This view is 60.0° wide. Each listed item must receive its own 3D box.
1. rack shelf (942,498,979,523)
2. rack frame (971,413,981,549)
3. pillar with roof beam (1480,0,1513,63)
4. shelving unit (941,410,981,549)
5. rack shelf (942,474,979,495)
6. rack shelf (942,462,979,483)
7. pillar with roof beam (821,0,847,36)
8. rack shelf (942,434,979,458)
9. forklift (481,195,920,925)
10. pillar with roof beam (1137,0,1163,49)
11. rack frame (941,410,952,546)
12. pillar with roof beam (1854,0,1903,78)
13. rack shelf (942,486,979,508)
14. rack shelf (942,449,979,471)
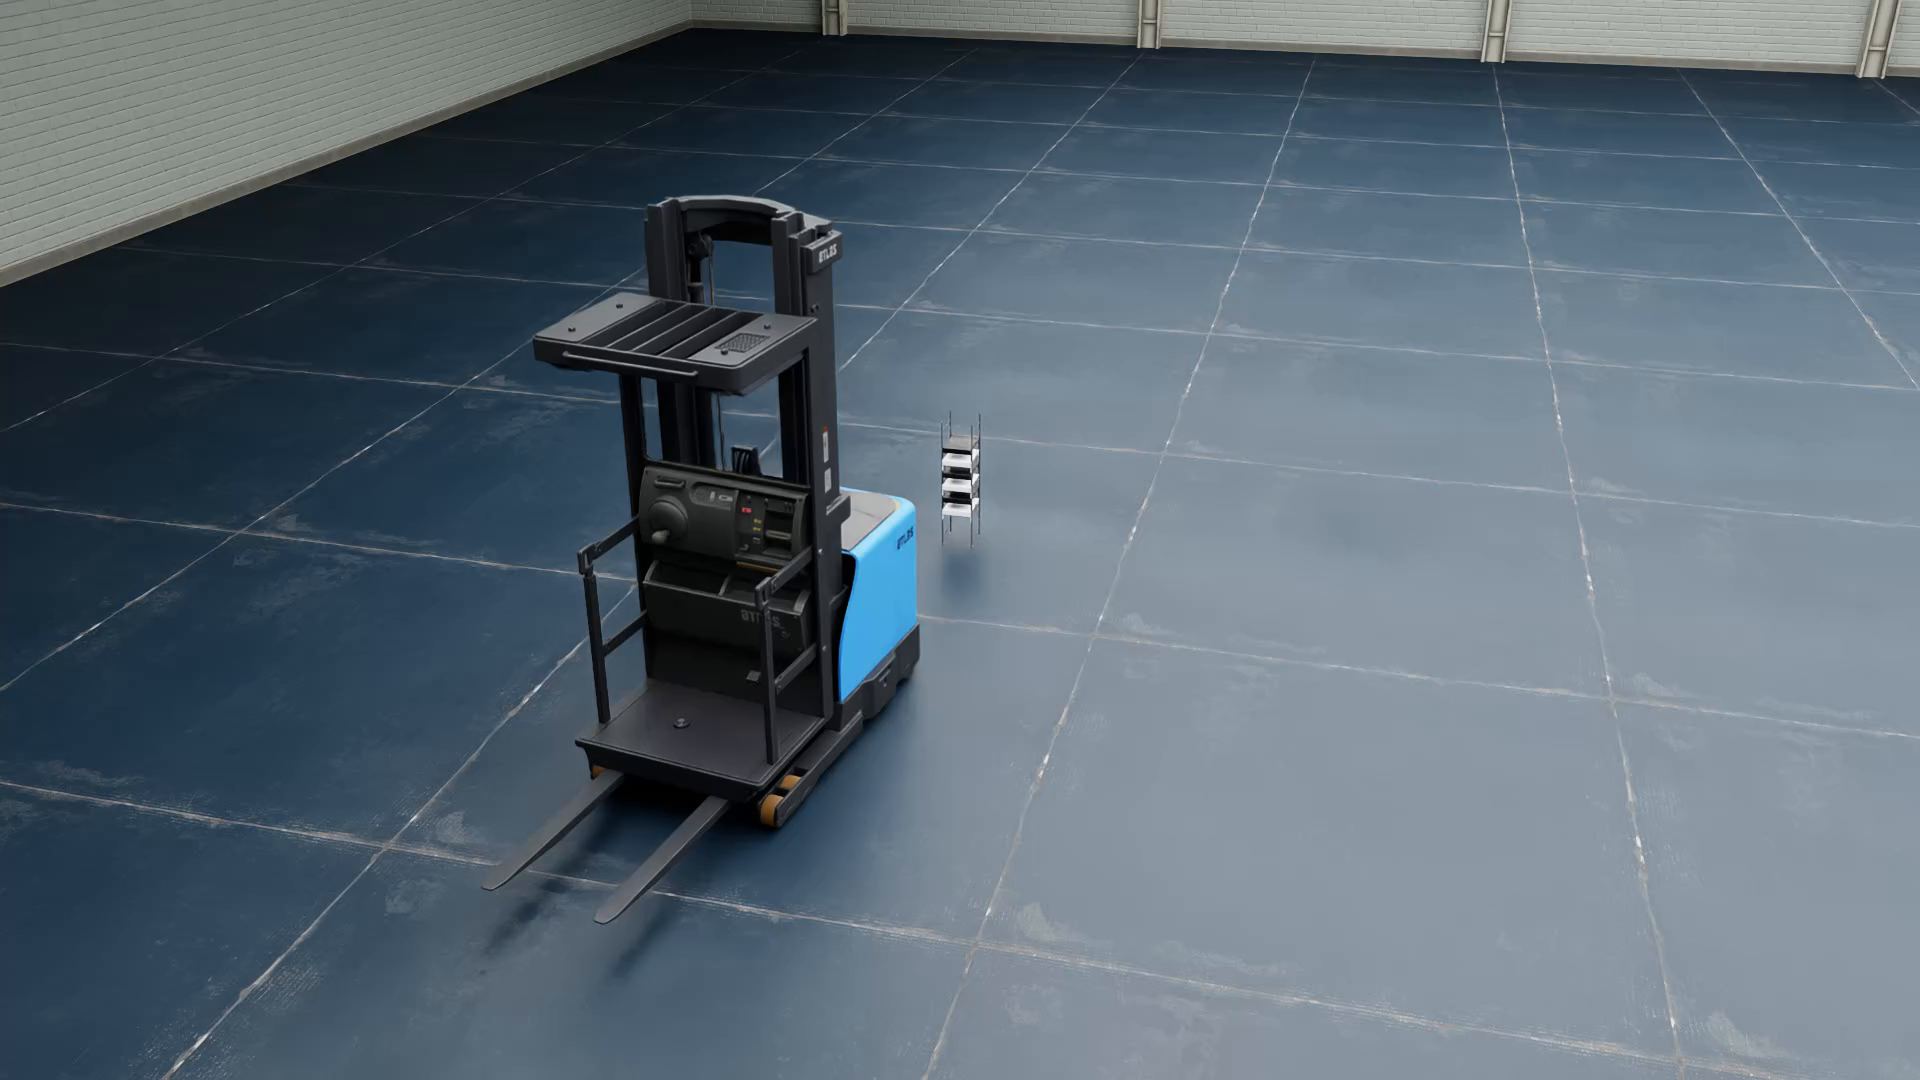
[{"bbox_3d":[0.008,-0.213,11.303,0.200,0.077,0.258,6,26,13],"label":"rack shelf"},{"bbox_3d":[0.106,-0.395,11.189,0.006,0.900,0.240,6,26,13],"label":"rack frame"},{"bbox_3d":[8.176,-10.595,23.193,0.400,9.000,9.100,6,26,13],"label":"pillar with roof beam"},{"bbox_3d":[0.008,-0.405,11.212,0.210,0.900,0.258,6,26,13],"label":"shelving unit"},{"bbox_3d":[0.008,-0.375,11.226,0.200,0.077,0.258,6,26,13],"label":"rack shelf"},{"bbox_3d":[0.008,-0.457,11.187,0.200,0.077,0.258,6,26,13],"label":"rack shelf"},{"bbox_3d":[-3.446,-11.880,25.891,0.400,9.000,9.100,6,26,13],"label":"pillar with roof beam"},{"bbox_3d":[0.008,-0.619,11.110,0.200,0.077,0.258,6,26,13],"label":"rack shelf"},{"bbox_3d":[-1.281,-0.084,8.173,1.130,2.935,3.031,10,27,21],"label":"forklift"},{"bbox_3d":[2.365,-11.237,24.542,0.400,9.000,9.100,6,26,13],"label":"pillar with roof beam"},{"bbox_3d":[-0.091,-0.416,11.235,0.006,0.900,0.240,6,26,13],"label":"rack frame"},{"bbox_3d":[13.987,-9.953,21.843,0.400,9.000,9.100,6,26,13],"label":"pillar with roof beam"},{"bbox_3d":[0.008,-0.294,11.265,0.200,0.077,0.258,6,26,13],"label":"rack shelf"},{"bbox_3d":[0.008,-0.538,11.149,0.200,0.077,0.258,6,26,13],"label":"rack shelf"}]
